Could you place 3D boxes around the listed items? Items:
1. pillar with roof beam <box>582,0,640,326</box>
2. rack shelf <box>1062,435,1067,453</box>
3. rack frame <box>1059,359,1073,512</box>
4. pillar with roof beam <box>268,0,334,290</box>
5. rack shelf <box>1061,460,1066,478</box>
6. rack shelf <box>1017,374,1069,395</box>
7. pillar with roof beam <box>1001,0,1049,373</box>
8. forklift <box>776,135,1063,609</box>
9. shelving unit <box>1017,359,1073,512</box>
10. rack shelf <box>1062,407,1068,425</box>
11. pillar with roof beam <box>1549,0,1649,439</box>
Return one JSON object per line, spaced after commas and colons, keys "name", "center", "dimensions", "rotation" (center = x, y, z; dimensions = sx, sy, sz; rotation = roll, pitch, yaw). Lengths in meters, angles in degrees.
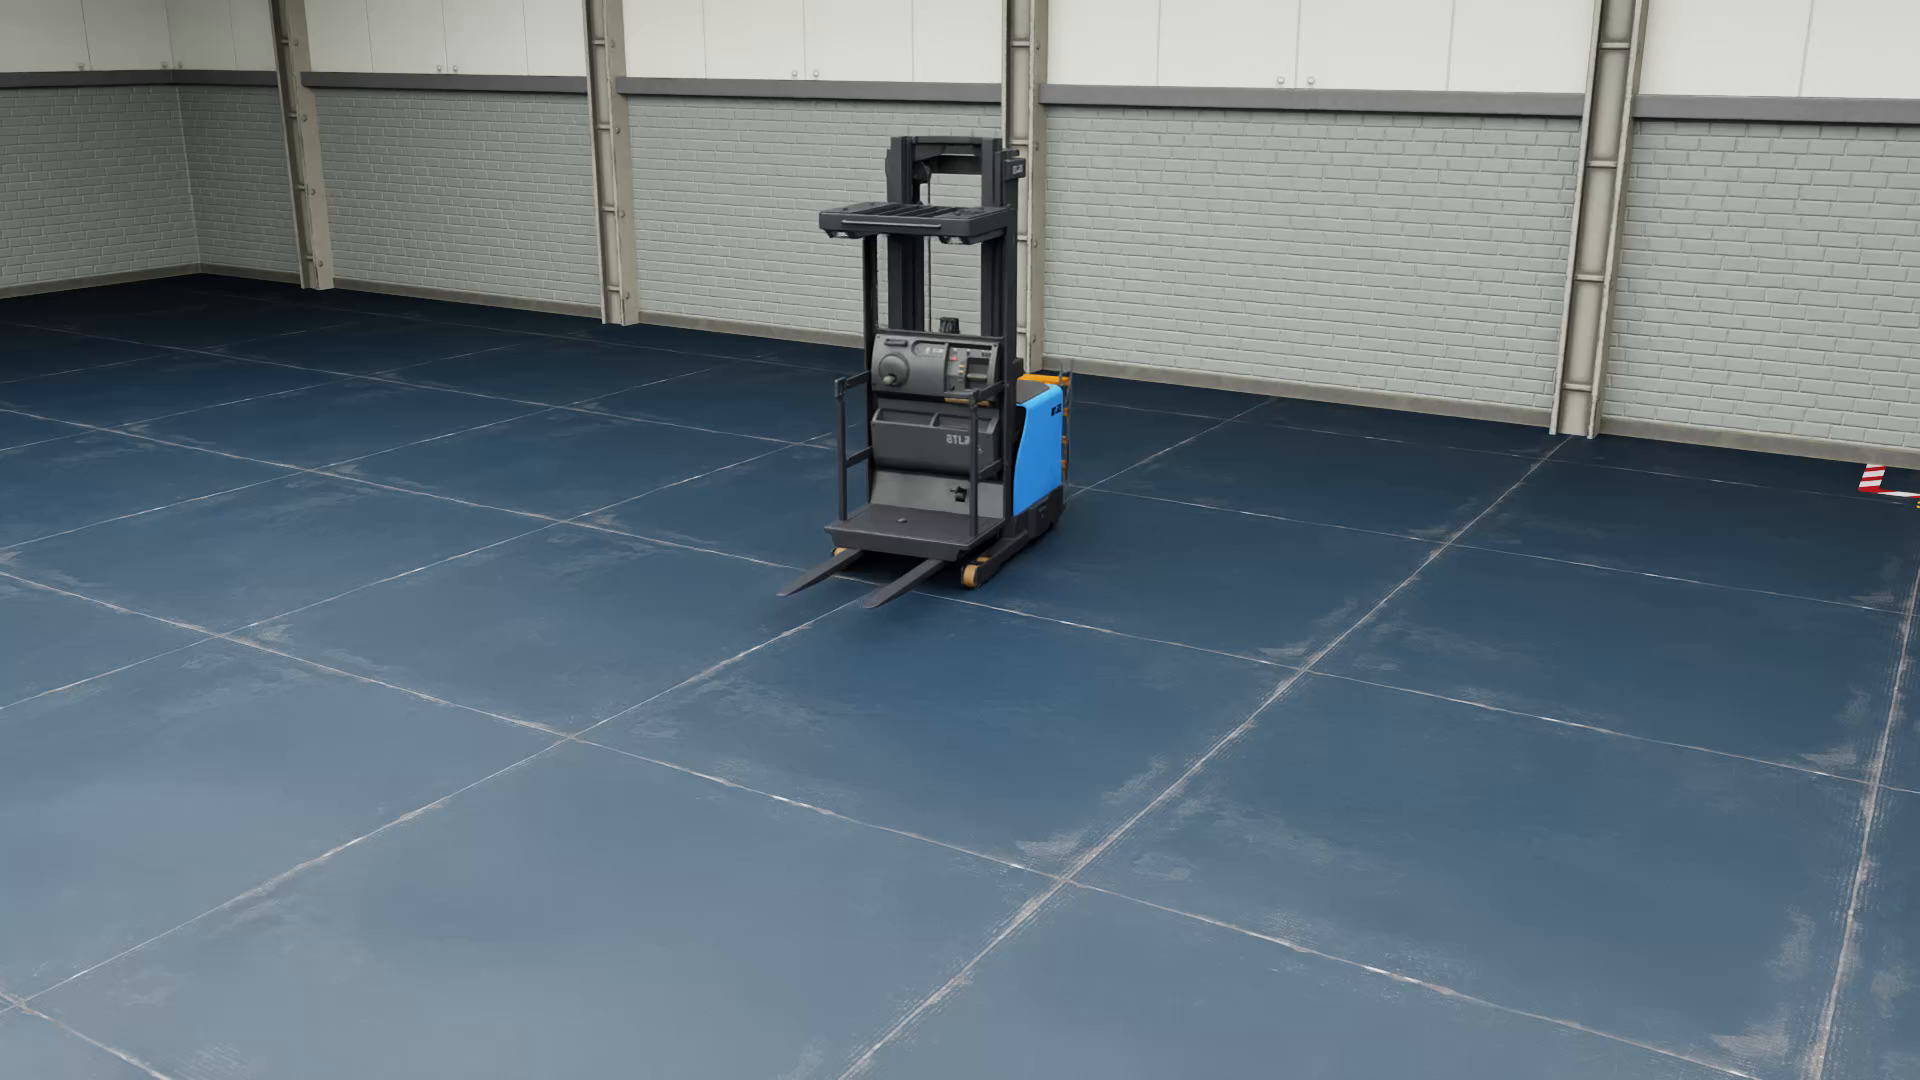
{"name": "pillar with roof beam", "center": [-6.676, -6.073, 16.893], "dimensions": [0.400, 9.000, 9.100], "rotation": [10, 20, 30]}
{"name": "rack shelf", "center": [0.579, -0.753, 13.008], "dimensions": [0.480, 0.148, 0.258], "rotation": [7, 16, 23]}
{"name": "rack frame", "center": [0.803, -0.789, 12.895], "dimensions": [0.015, 1.200, 0.240], "rotation": [7, 16, 23]}
{"name": "pillar with roof beam", "center": [-11.789, -6.986, 19.897], "dimensions": [0.400, 9.000, 9.100], "rotation": [10, 20, 30]}
{"name": "rack shelf", "center": [0.576, -0.561, 13.057], "dimensions": [0.480, 0.148, 0.258], "rotation": [7, 16, 23]}
{"name": "rack shelf", "center": [0.588, -1.199, 12.892], "dimensions": [0.480, 0.148, 0.258], "rotation": [7, 16, 23]}
{"name": "pillar with roof beam", "center": [-1.563, -5.161, 13.888], "dimensions": [0.400, 9.000, 9.100], "rotation": [10, 20, 30]}
{"name": "forklift", "center": [-0.258, -1.211, 11.326], "dimensions": [1.130, 2.935, 3.031], "rotation": [7, 18, 22]}
{"name": "shelving unit", "center": [0.581, -0.818, 12.991], "dimensions": [0.503, 1.200, 0.258], "rotation": [7, 16, 23]}
{"name": "rack shelf", "center": [0.584, -0.970, 12.951], "dimensions": [0.480, 0.148, 0.258], "rotation": [7, 16, 23]}
{"name": "pillar with roof beam", "center": [3.549, -4.248, 10.884], "dimensions": [0.400, 9.000, 9.100], "rotation": [10, 20, 30]}
